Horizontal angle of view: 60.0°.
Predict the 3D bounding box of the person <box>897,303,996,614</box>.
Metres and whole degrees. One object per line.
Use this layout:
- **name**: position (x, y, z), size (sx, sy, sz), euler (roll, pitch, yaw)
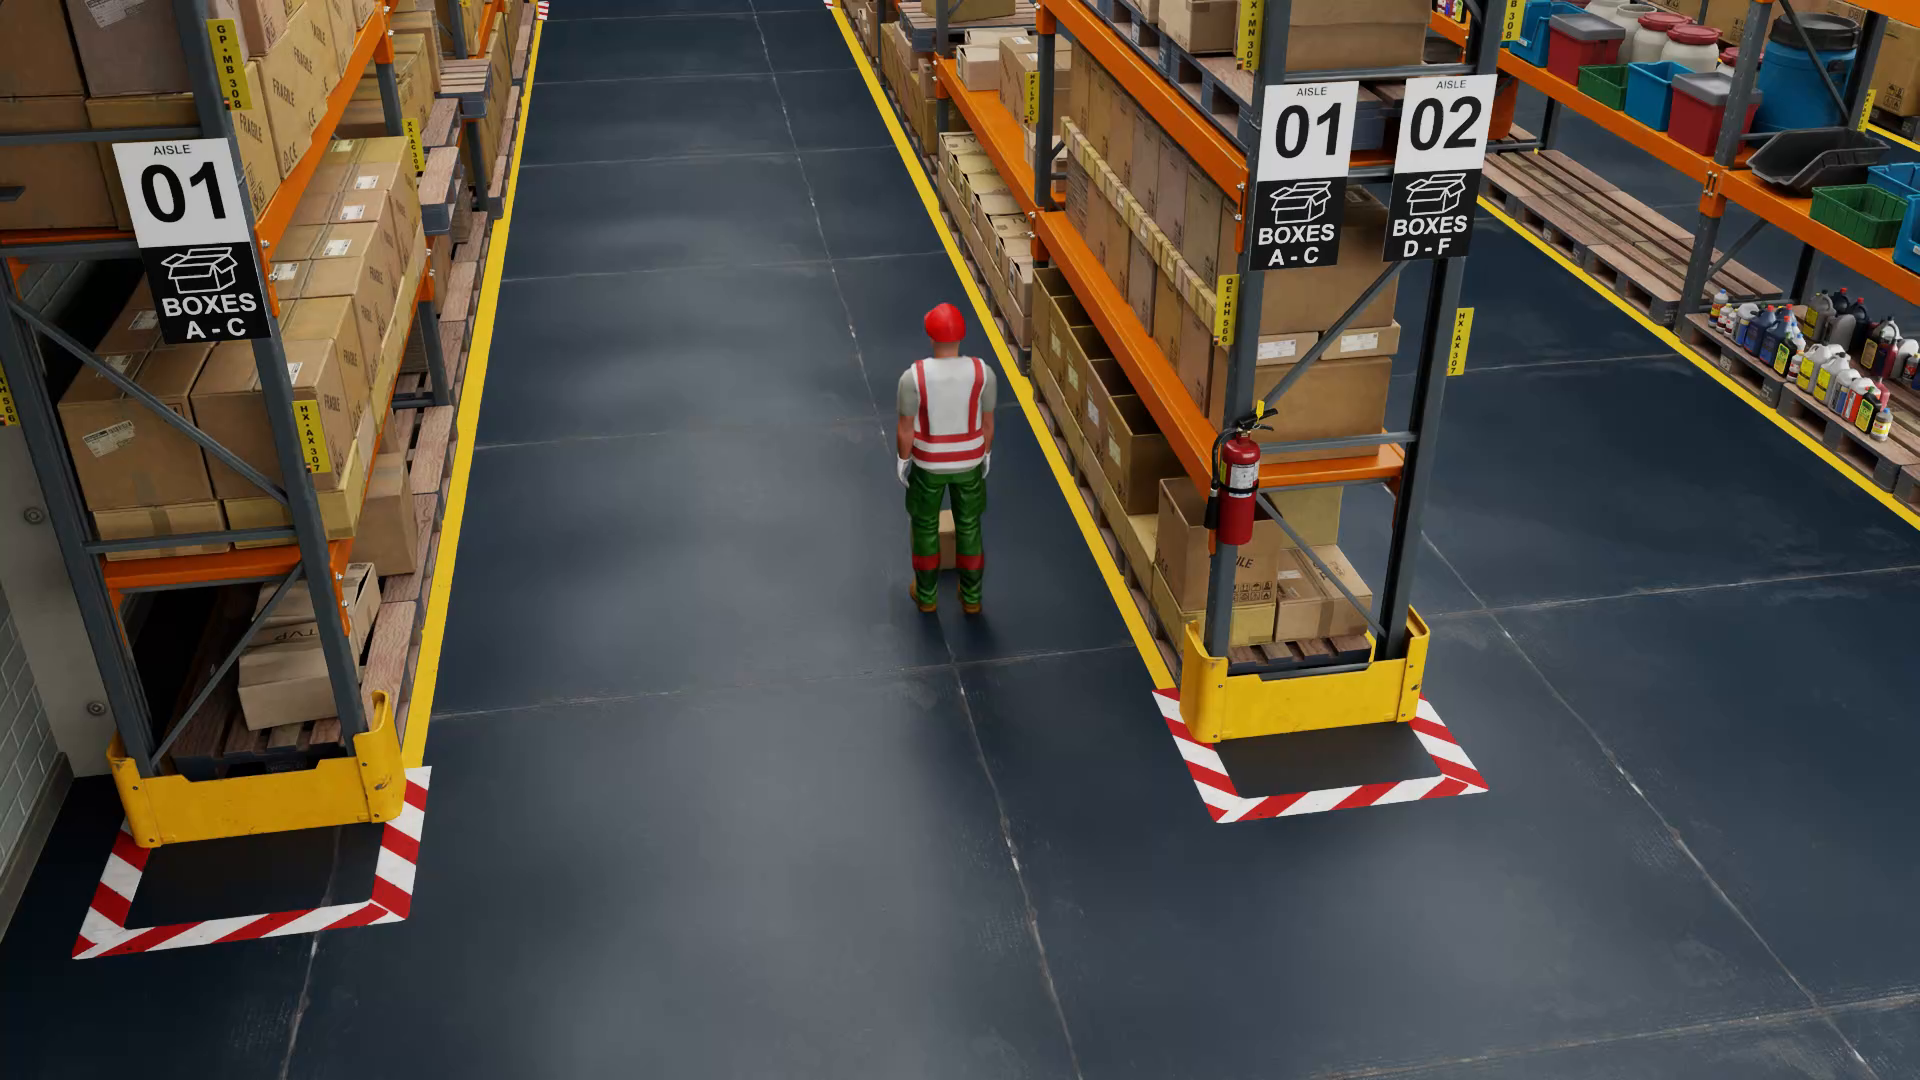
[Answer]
- **person**: position (-0.077, -0.430, 8.848), size (0.523, 1.790, 0.372), euler (-4, 31, -8)
